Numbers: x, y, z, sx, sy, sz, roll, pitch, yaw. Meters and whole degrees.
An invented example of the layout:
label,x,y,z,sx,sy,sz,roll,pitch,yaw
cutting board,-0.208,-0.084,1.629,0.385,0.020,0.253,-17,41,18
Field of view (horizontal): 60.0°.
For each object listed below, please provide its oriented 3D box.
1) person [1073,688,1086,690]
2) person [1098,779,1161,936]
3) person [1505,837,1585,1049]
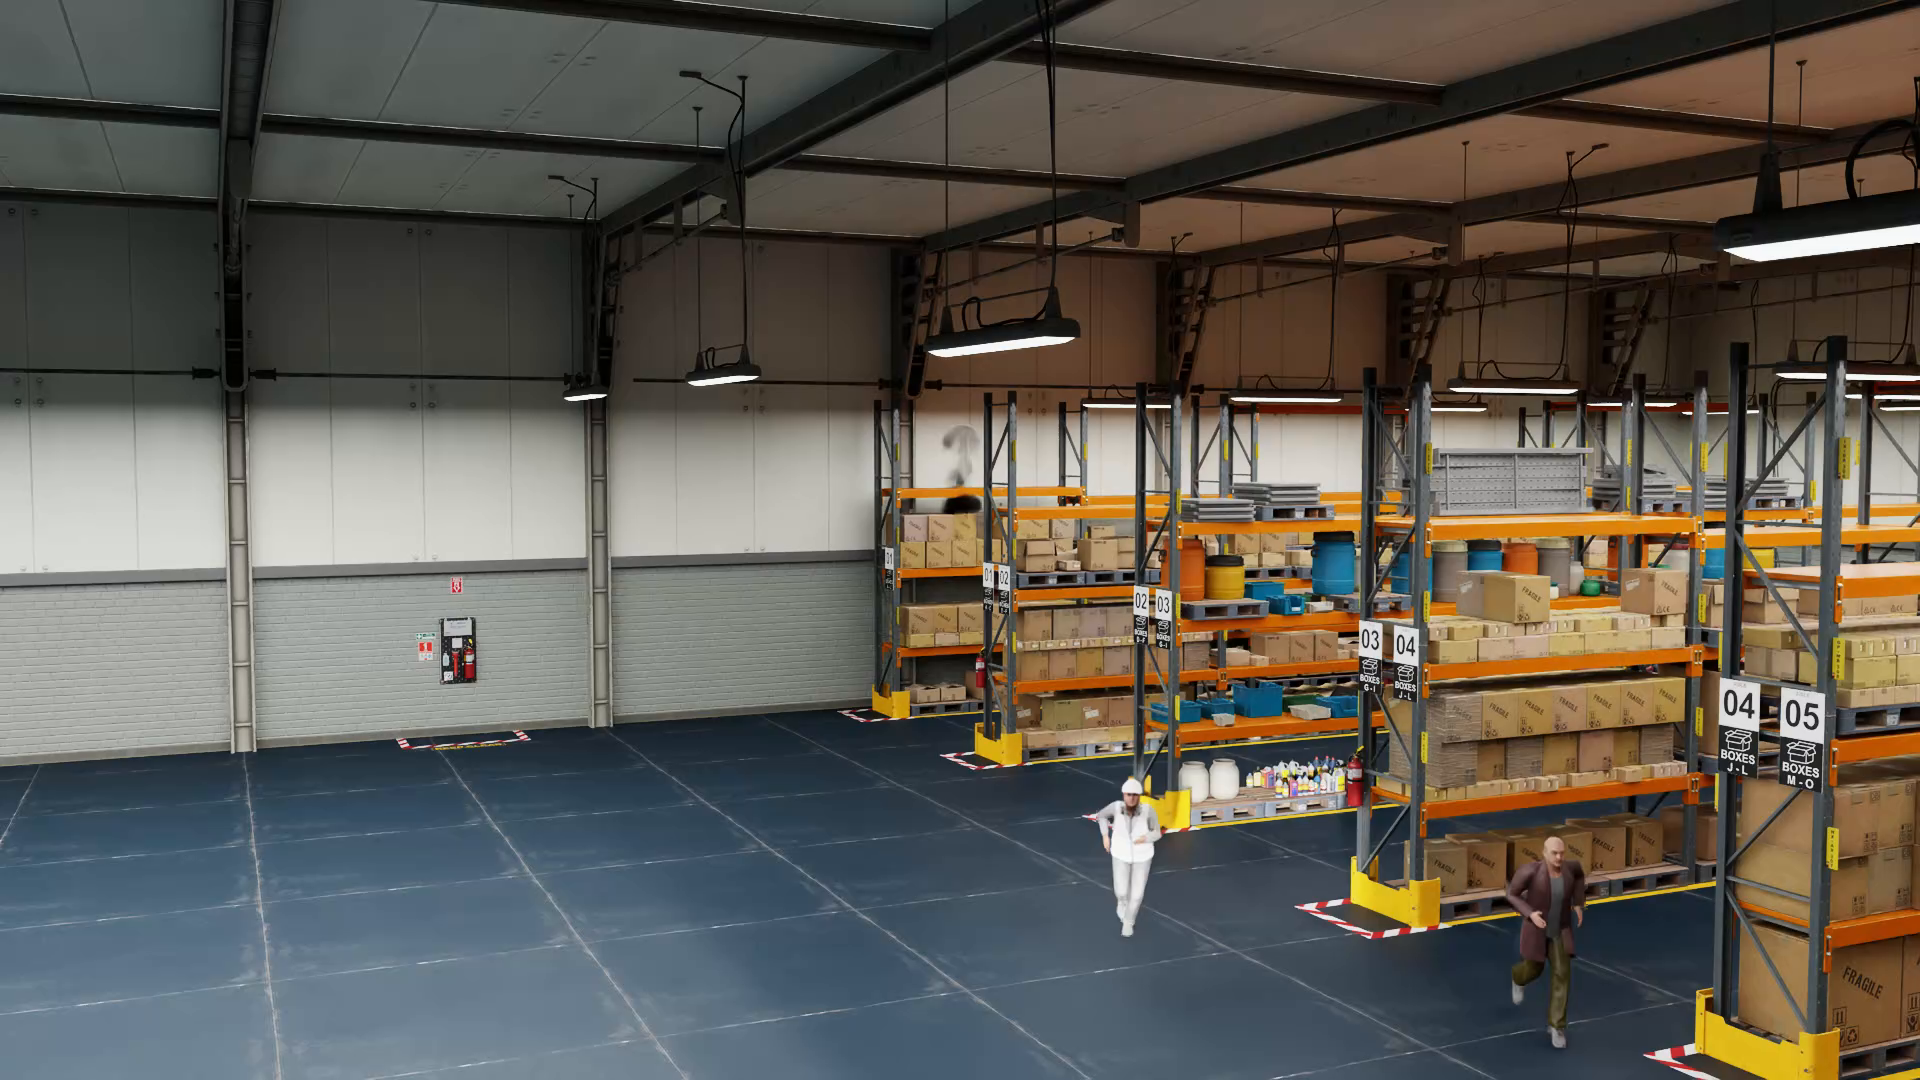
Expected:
label,x,y,z,sx,sy,sz,roll,pitch,yaw
person,2.244,2.570,30.570,0.627,1.712,0.870,3,5,44
person,1.767,3.310,17.310,0.645,1.699,0.733,0,3,3
person,5.155,3.462,14.648,0.747,1.690,1.150,0,3,-3
